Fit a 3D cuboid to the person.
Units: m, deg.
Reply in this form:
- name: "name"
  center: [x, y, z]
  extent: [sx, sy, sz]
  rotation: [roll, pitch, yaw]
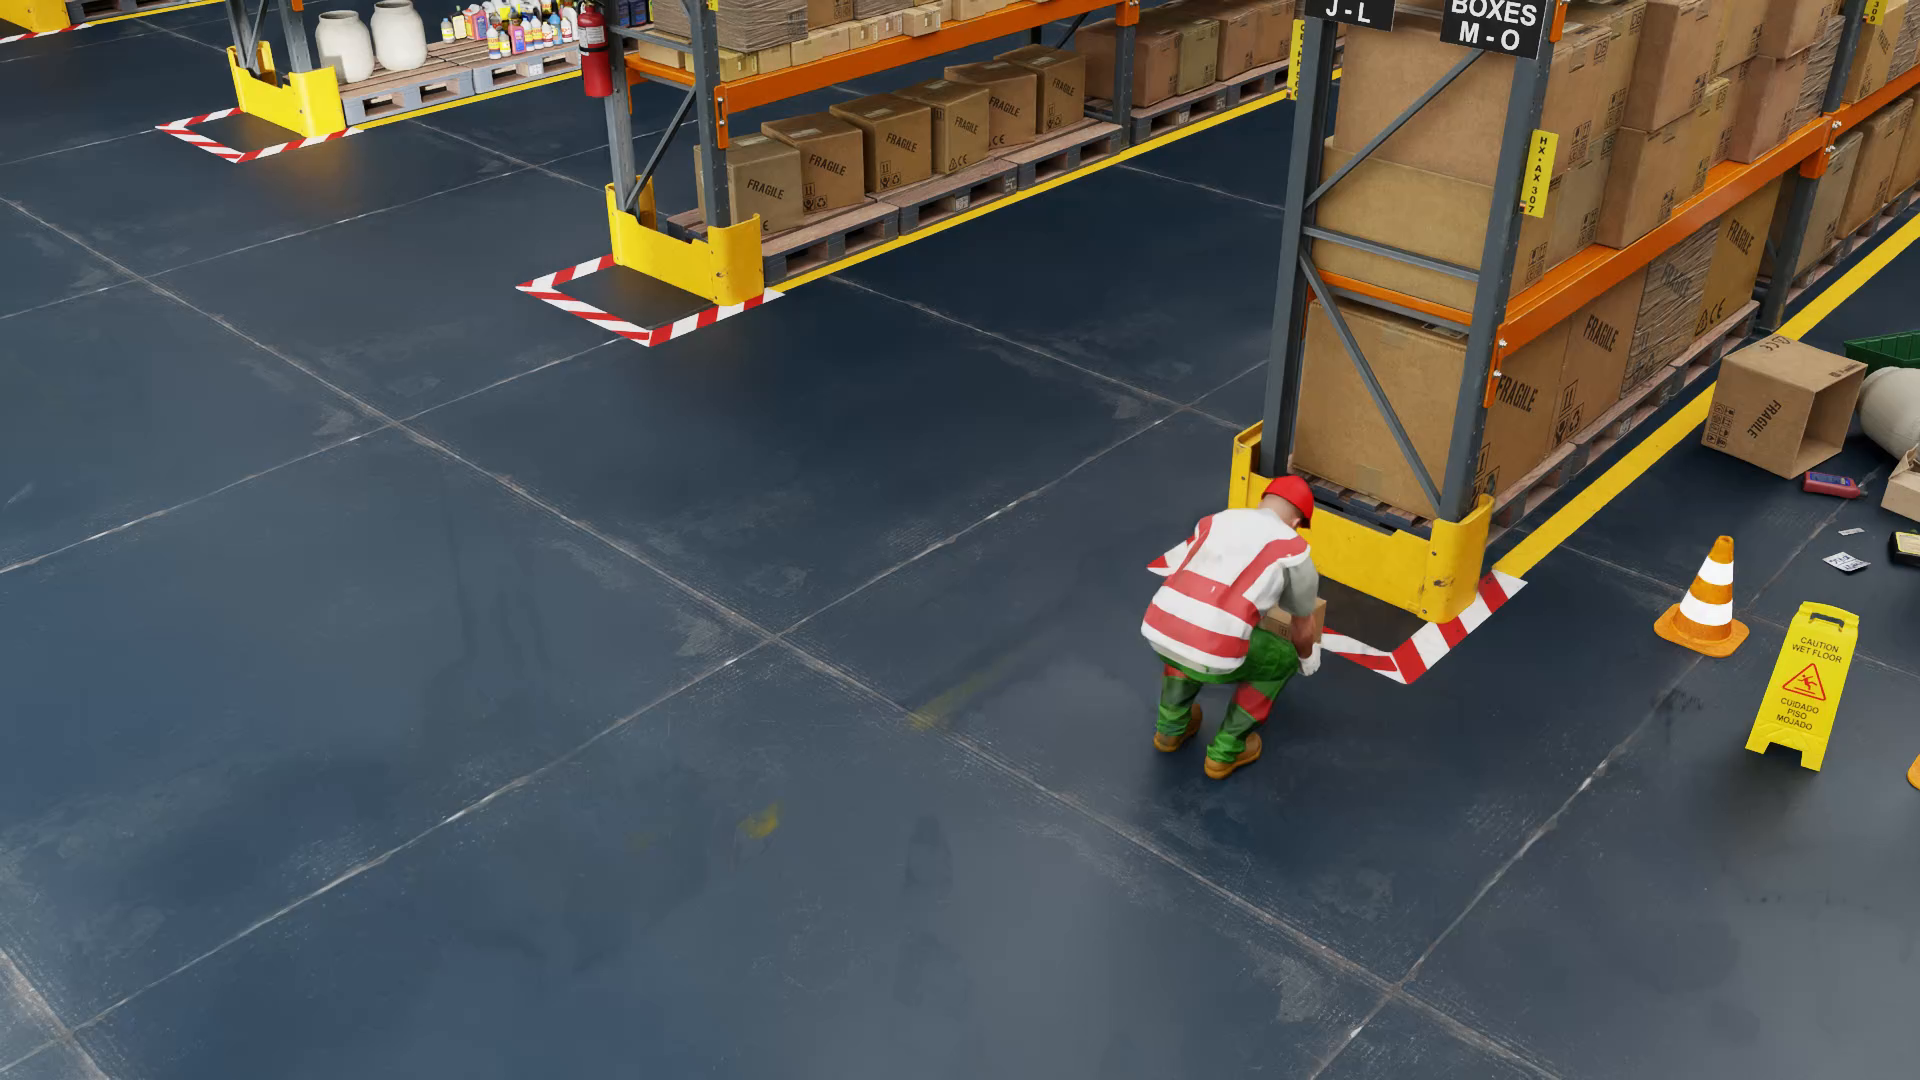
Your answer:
- name: "person"
  center: [1.051, 0.333, 6.339]
  extent: [0.531, 0.985, 0.929]
  rotation: [24, 38, 34]
